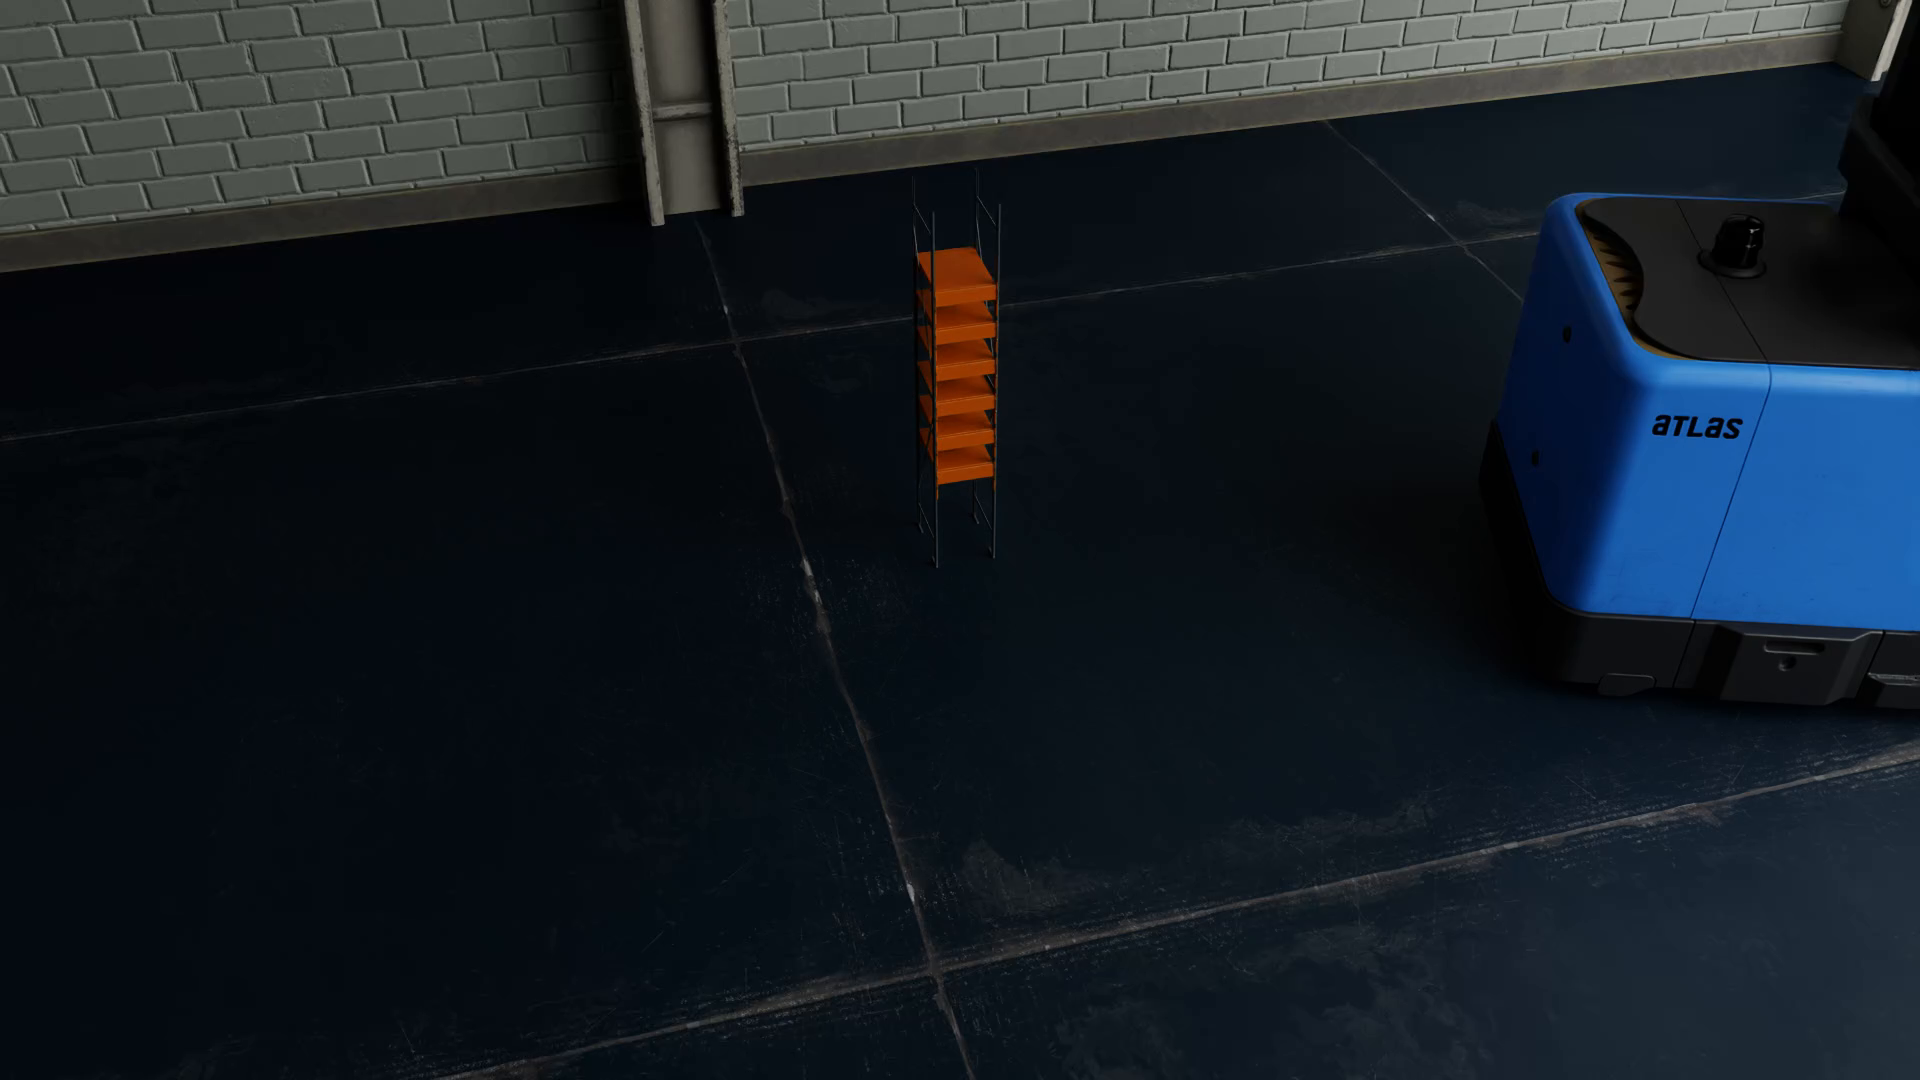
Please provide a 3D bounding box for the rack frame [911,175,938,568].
[{"bbox_3d":[-0.102,-0.460,4.864,0.006,1.200,0.240,-9,38,-12],"label":"rack frame"}]

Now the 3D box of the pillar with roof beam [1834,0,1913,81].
[{"bbox_3d":[5.770,-3.436,2.336,0.400,9.000,9.100,-9,38,-12],"label":"pillar with roof beam"}]

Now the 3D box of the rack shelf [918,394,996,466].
[{"bbox_3d":[-0.014,-0.344,4.982,0.180,0.103,0.258,-9,38,-12],"label":"rack shelf"}]

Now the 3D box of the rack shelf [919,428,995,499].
[{"bbox_3d":[-0.014,-0.248,5.055,0.180,0.103,0.258,-9,38,-12],"label":"rack shelf"}]

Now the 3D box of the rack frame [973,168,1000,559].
[{"bbox_3d":[0.074,-0.489,4.901,0.006,1.200,0.240,-9,38,-12],"label":"rack frame"}]

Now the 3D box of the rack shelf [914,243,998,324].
[{"bbox_3d":[-0.014,-0.725,4.691,0.180,0.103,0.258,-9,38,-12],"label":"rack shelf"}]

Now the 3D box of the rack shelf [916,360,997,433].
[{"bbox_3d":[-0.014,-0.439,4.909,0.180,0.103,0.258,-9,38,-12],"label":"rack shelf"}]

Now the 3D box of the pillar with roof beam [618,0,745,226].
[{"bbox_3d":[-0.023,-2.486,1.093,0.400,9.000,9.100,-9,38,-12],"label":"pillar with roof beam"}]

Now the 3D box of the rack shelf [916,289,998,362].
[{"bbox_3d":[-0.014,-0.630,4.764,0.180,0.103,0.258,-9,38,-12],"label":"rack shelf"}]

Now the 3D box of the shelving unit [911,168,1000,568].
[{"bbox_3d":[-0.014,-0.474,4.882,0.189,1.200,0.258,-9,38,-12],"label":"shelving unit"}]

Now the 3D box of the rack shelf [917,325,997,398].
[{"bbox_3d":[-0.014,-0.534,4.837,0.180,0.103,0.258,-9,38,-12],"label":"rack shelf"}]

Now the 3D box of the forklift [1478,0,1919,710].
[{"bbox_3d":[3.145,-0.953,4.083,3.031,2.935,1.130,3,38,4],"label":"forklift"}]
